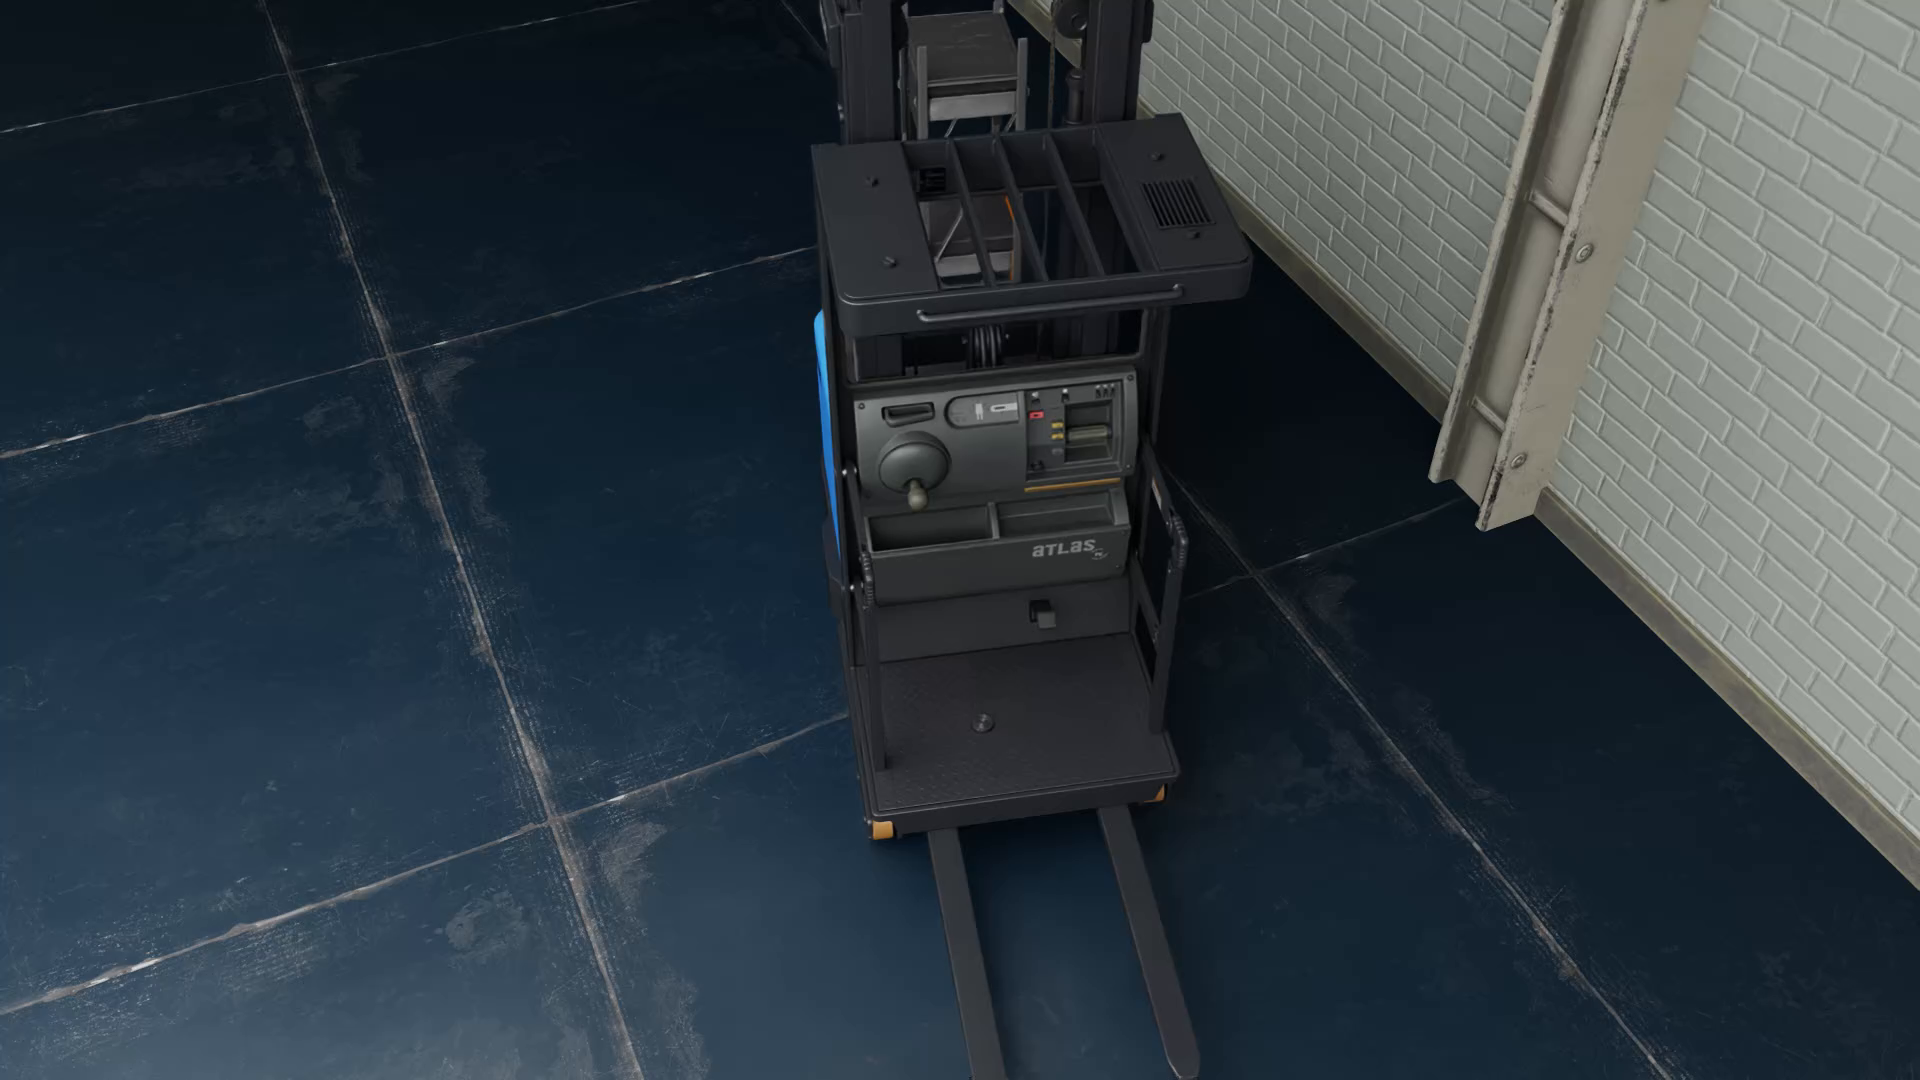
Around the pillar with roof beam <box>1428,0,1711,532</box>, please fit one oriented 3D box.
[{"bbox_3d":[-1.603,-2.138,2.878,9.100,9.000,0.400,-18,47,-17],"label":"pillar with roof beam"}]

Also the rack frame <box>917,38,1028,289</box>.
[{"bbox_3d":[0.045,-1.024,6.661,0.400,2.100,0.015,-7,45,-7],"label":"rack frame"}]

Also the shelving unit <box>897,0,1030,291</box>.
[{"bbox_3d":[0.005,-1.193,6.833,0.431,2.100,0.503,-7,45,-7],"label":"shelving unit"}]

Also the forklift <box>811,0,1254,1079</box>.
[{"bbox_3d":[0.160,-0.239,5.275,1.130,2.935,3.031,-7,45,-7],"label":"forklift"}]

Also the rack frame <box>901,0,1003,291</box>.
[{"bbox_3d":[-0.035,-1.362,7.004,0.400,2.100,0.015,-7,45,-7],"label":"rack frame"}]

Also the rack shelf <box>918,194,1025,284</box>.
[{"bbox_3d":[0.005,-1.183,6.842,0.431,0.518,0.480,-7,45,-7],"label":"rack shelf"}]

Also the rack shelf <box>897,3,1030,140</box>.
[{"bbox_3d":[0.005,-1.681,6.351,0.431,0.518,0.480,-7,45,-7],"label":"rack shelf"}]
